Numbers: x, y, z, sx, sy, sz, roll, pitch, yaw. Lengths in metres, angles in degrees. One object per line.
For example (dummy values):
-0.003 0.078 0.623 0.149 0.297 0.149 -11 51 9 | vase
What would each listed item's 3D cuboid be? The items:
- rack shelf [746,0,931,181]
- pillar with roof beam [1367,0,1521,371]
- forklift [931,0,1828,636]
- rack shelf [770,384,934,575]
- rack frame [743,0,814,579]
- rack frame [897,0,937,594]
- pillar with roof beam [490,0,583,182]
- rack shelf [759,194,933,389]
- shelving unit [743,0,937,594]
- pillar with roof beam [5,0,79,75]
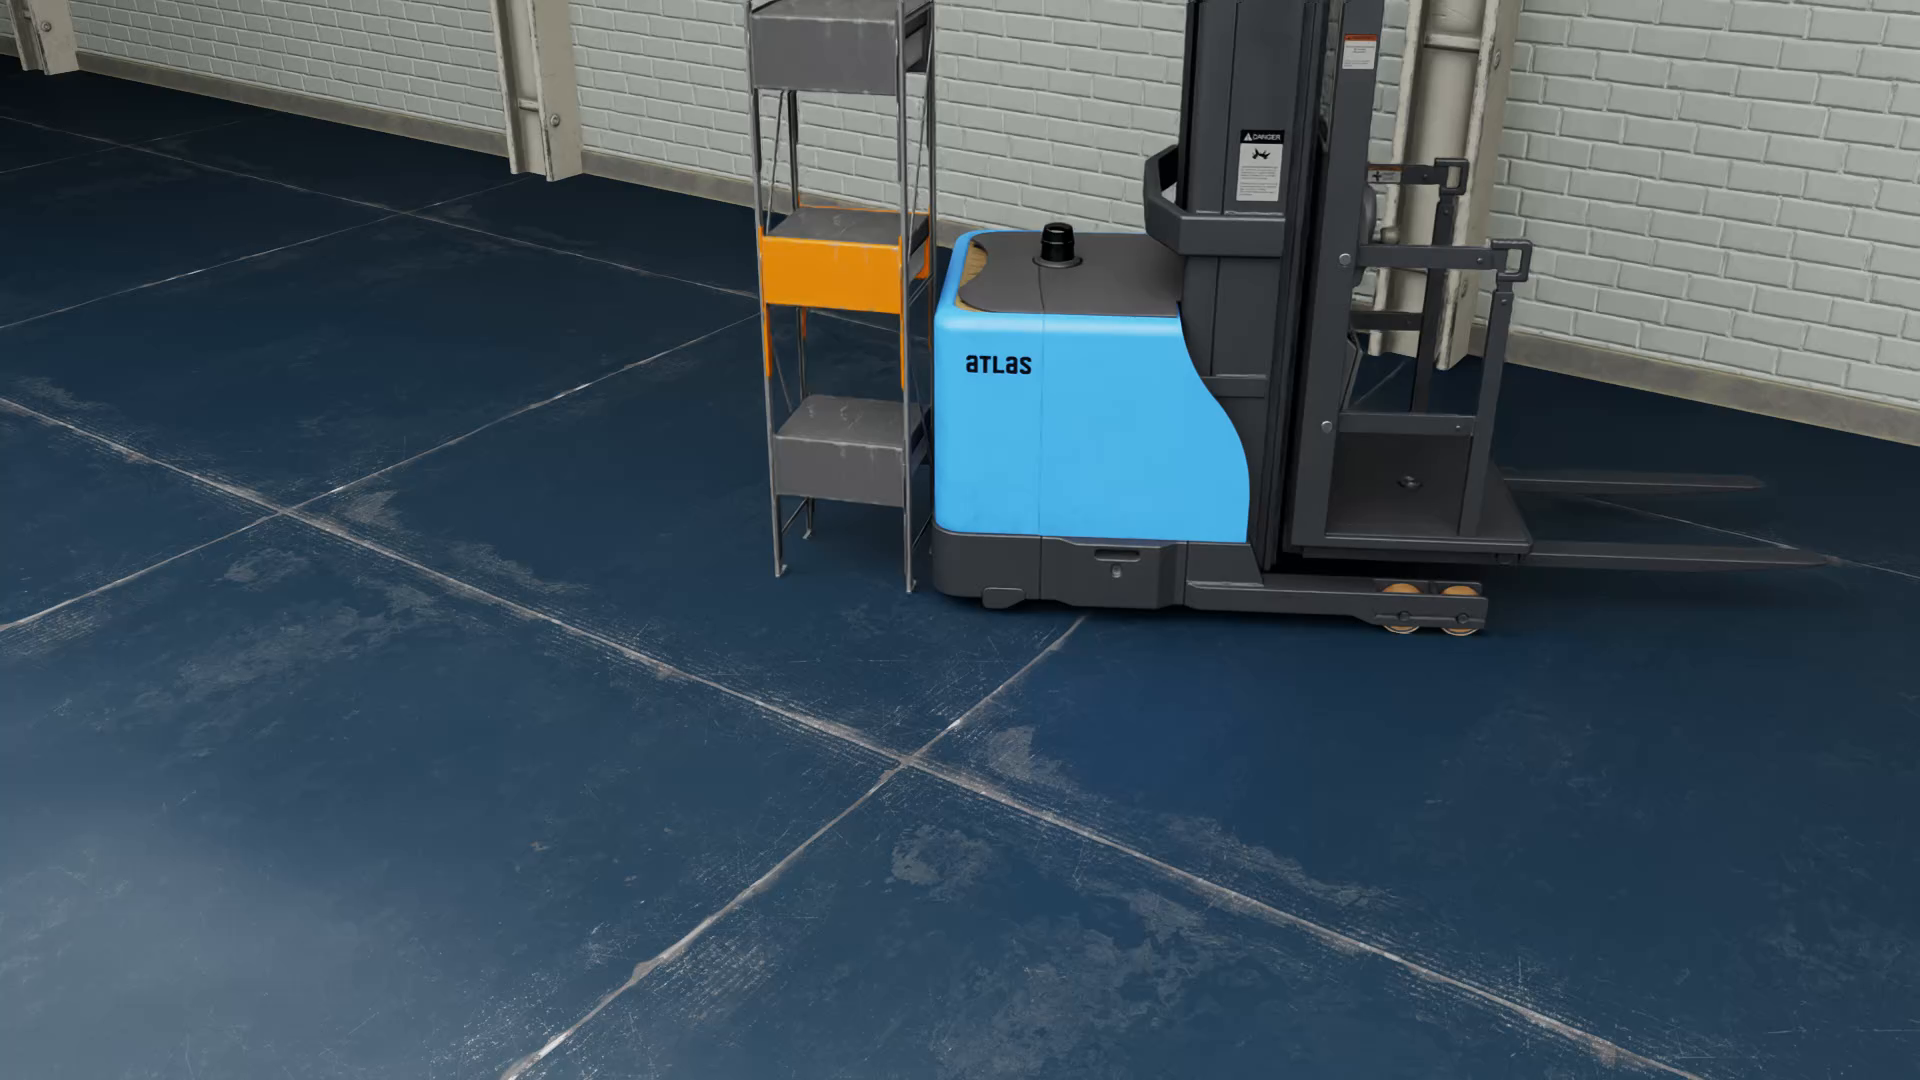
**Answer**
-0.372 -1.470 5.311 0.480 0.518 0.431 6 28 12 | rack shelf
-0.226 -3.304 2.820 0.400 9.000 9.100 17 32 30 | pillar with roof beam
1.446 -1.234 5.444 3.031 2.935 1.130 2 27 4 | forklift
-0.372 -0.223 5.946 0.480 0.518 0.431 6 28 12 | rack shelf
-0.609 -0.884 5.673 0.015 2.100 0.400 6 28 12 | rack frame
-0.135 -0.833 5.572 0.015 2.100 0.400 6 28 12 | rack frame
-5.172 -4.844 5.847 0.400 9.000 9.100 17 32 30 | pillar with roof beam
-0.372 -0.847 5.628 0.480 0.518 0.431 6 28 12 | rack shelf
-0.372 -0.859 5.622 0.503 2.100 0.431 6 28 12 | shelving unit
-10.118 -6.385 8.875 0.400 9.000 9.100 17 32 30 | pillar with roof beam
